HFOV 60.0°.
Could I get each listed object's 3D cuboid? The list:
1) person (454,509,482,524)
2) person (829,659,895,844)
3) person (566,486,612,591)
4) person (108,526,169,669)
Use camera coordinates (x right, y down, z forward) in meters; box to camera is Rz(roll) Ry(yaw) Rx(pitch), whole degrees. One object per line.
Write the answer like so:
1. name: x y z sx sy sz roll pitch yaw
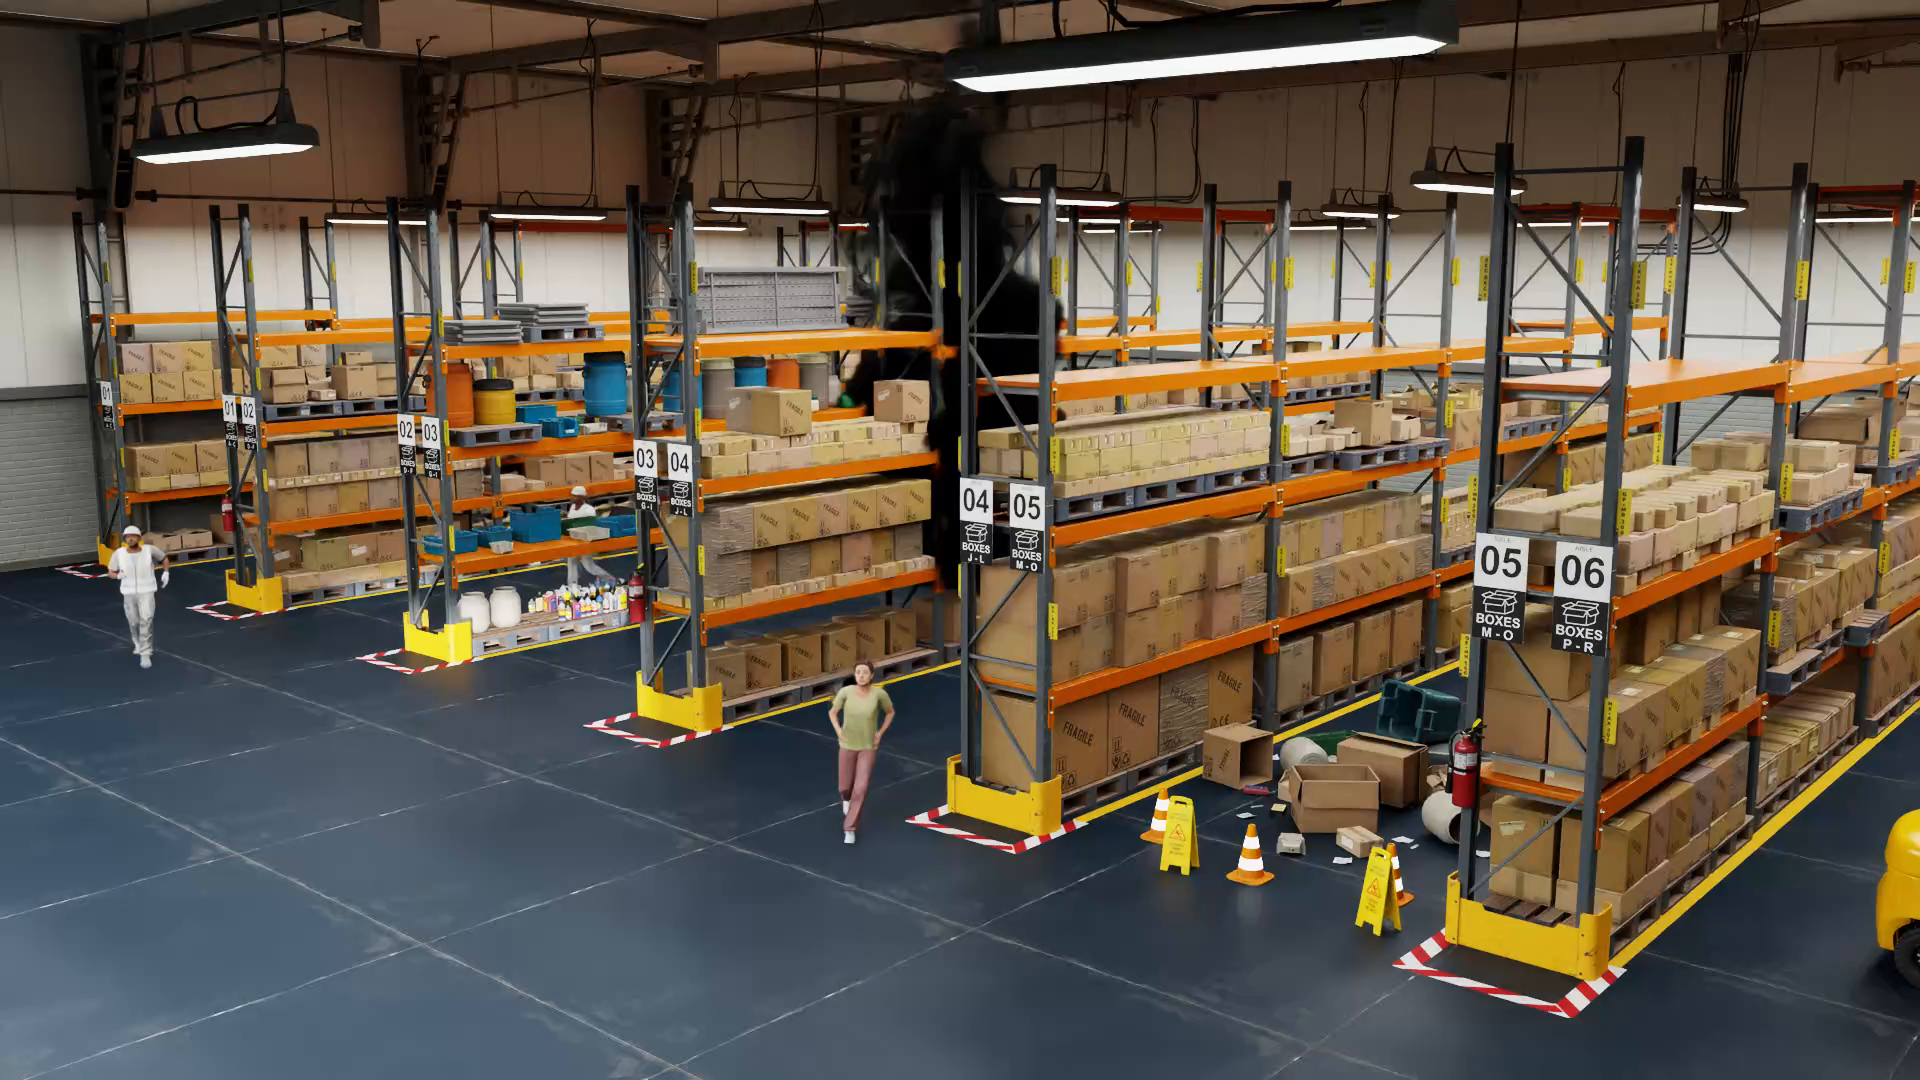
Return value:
1. person: -8.930 -0.709 30.156 0.649 1.805 1.025 5 11 29
2. person: -0.891 1.874 15.149 0.597 1.644 0.745 0 9 2
3. person: -5.790 0.036 25.545 0.701 1.750 0.981 7 12 37
4. person: -10.677 0.700 21.616 0.689 1.777 0.988 -3 10 -16
